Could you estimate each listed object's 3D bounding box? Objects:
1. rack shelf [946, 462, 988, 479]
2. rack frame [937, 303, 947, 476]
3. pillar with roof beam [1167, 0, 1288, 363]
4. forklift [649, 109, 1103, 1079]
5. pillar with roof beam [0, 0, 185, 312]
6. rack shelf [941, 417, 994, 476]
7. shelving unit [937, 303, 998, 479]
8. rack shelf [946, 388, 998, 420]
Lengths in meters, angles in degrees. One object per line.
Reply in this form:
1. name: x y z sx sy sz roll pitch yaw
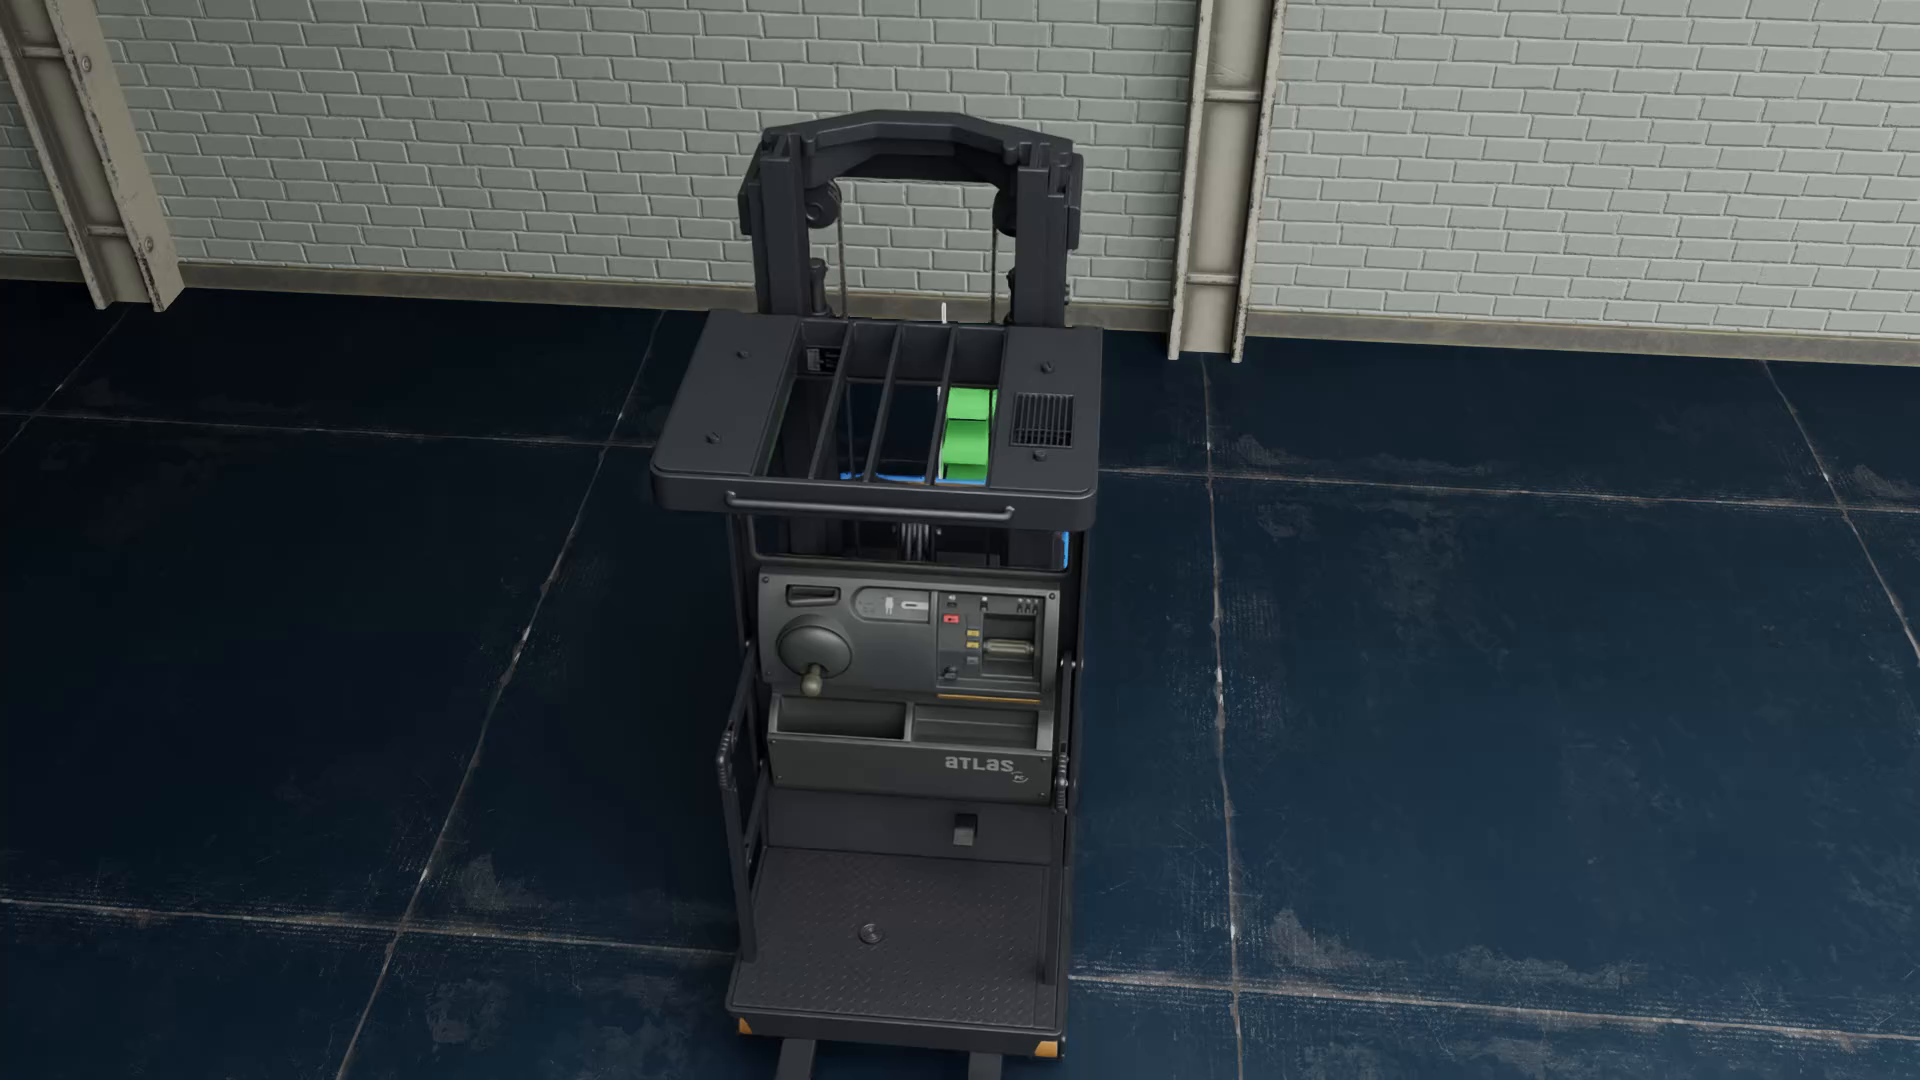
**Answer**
1. rack shelf: 0.165 -0.221 7.552 0.480 0.148 0.258 3 39 4
2. rack frame: -0.078 -0.470 7.376 0.015 1.200 0.240 3 39 4
3. pillar with roof beam: 0.955 -1.841 2.884 0.400 9.000 9.100 3 39 4
4. forklift: -0.177 0.378 4.964 1.130 2.935 3.031 3 39 4
5. pillar with roof beam: -5.023 -2.168 3.285 0.400 9.000 9.100 3 39 4
6. rack shelf: 0.165 -0.407 7.400 0.480 0.148 0.258 3 39 4
7. shelving unit: 0.165 -0.456 7.360 0.503 1.200 0.258 3 39 4
8. rack shelf: 0.165 -0.593 7.249 0.480 0.148 0.258 3 39 4
